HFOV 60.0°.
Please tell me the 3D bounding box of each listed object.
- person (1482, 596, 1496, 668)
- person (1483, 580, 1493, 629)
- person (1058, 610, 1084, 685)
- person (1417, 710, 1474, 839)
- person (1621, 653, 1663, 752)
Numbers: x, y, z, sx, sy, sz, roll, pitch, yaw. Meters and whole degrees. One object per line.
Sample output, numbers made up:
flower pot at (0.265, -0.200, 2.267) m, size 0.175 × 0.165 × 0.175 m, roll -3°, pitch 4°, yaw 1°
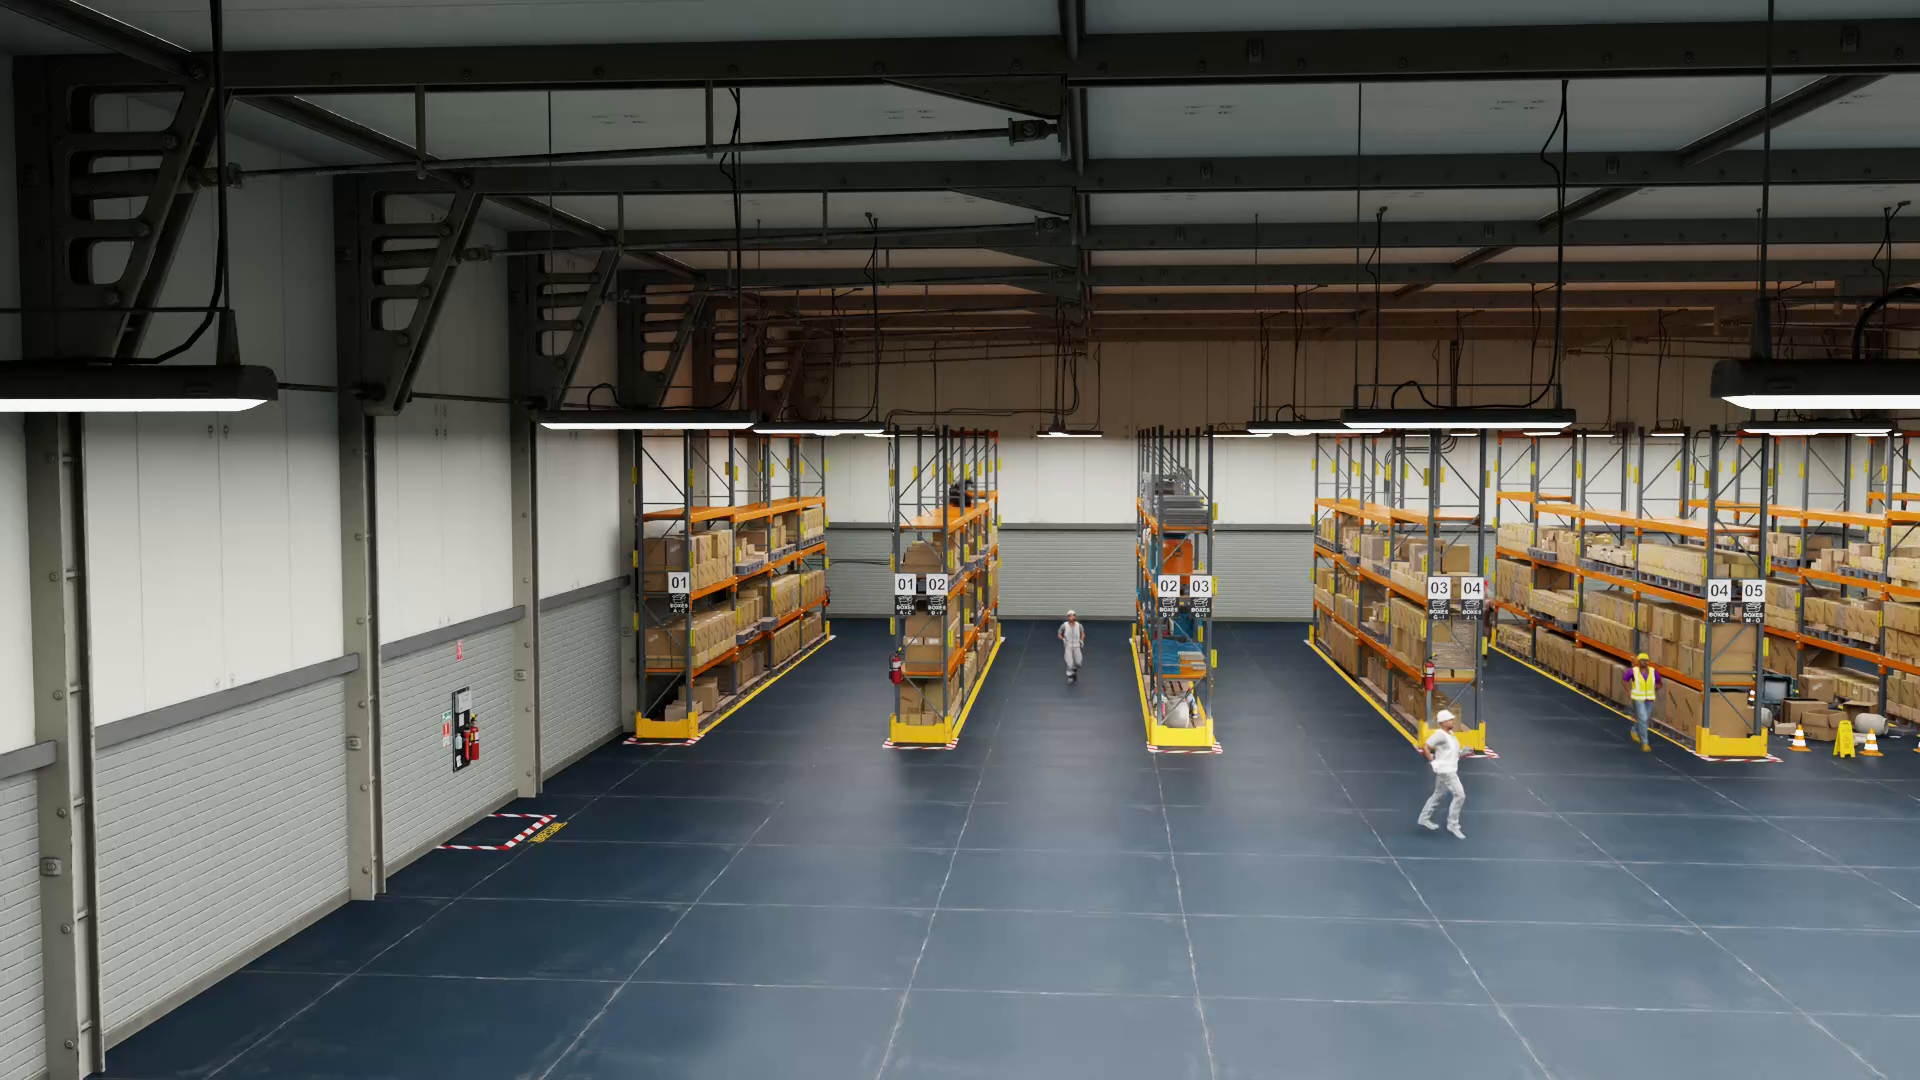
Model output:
person at (13.252, 2.300, 42.276) m, size 0.728 × 1.838 × 0.985 m, roll 1°, pitch 3°, yaw 10°
person at (14.924, 1.989, 47.542) m, size 0.817 × 1.717 × 0.942 m, roll 0°, pitch 3°, yaw 4°
person at (2.624, 2.514, 38.812) m, size 0.648 × 1.740 × 0.598 m, roll 0°, pitch 3°, yaw -6°
person at (7.024, 3.383, 24.067) m, size 0.776 × 1.847 × 0.654 m, roll 1°, pitch 4°, yaw 22°
person at (12.709, 2.979, 30.910) m, size 0.682 × 1.780 × 0.915 m, roll 0°, pitch 3°, yaw 0°
